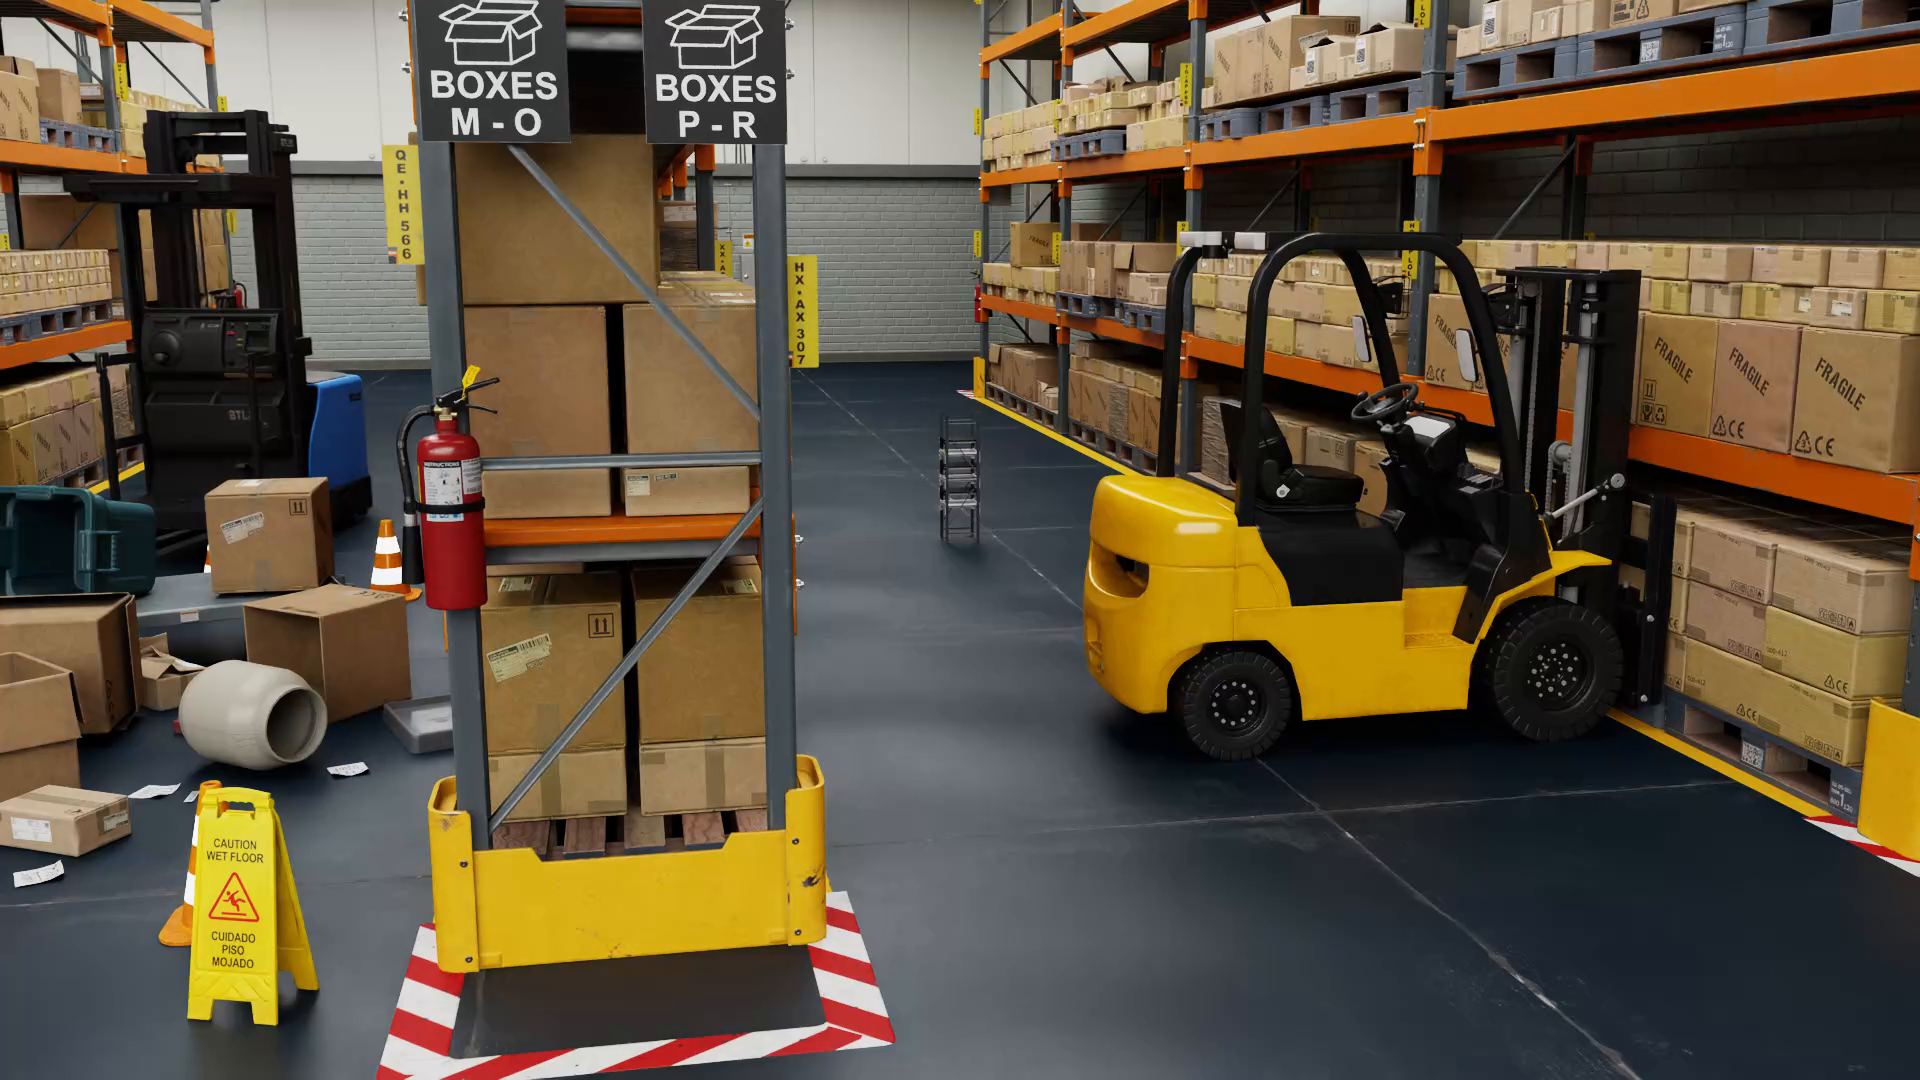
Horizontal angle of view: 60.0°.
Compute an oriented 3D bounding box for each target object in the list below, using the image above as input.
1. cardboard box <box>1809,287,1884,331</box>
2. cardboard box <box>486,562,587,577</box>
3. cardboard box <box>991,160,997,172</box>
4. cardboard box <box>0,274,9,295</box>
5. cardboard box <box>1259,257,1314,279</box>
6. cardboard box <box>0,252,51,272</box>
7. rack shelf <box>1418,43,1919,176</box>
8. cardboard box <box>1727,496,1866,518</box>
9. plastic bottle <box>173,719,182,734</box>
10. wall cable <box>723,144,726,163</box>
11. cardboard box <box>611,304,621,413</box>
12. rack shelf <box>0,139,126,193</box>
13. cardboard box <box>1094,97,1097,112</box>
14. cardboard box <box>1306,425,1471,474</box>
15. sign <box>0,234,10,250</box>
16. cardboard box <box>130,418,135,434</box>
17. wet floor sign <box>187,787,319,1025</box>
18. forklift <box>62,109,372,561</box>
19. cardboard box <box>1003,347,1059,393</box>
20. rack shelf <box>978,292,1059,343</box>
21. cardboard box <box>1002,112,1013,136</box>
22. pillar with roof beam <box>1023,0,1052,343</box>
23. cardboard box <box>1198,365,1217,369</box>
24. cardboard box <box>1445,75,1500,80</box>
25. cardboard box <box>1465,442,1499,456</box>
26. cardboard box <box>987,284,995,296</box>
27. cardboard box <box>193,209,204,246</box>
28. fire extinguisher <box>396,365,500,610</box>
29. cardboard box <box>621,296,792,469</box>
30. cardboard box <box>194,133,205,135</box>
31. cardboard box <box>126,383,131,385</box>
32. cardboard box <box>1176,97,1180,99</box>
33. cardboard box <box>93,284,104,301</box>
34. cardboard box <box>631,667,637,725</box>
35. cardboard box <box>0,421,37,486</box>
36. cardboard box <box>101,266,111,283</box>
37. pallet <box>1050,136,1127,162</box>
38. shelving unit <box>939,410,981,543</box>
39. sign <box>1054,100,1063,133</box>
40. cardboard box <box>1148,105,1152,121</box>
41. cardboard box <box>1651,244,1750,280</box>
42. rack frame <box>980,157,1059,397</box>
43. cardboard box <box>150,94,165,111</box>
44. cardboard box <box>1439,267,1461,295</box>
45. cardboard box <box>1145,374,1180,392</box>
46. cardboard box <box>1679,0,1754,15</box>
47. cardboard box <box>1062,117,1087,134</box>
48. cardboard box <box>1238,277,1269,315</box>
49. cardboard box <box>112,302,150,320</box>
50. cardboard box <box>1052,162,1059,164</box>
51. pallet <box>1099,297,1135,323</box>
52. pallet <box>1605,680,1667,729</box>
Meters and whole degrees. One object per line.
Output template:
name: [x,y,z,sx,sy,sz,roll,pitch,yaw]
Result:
cardboard box: [3.448,-0.872,6.254,0.380,0.149,0.250,-2,11,-10]
cardboard box: [-1.548,0.031,6.001,0.380,0.149,0.250,-2,11,-9]
cardboard box: [0.591,-4.623,20.612,0.380,0.149,0.250,-2,11,-10]
cardboard box: [-7.397,-1.916,12.495,0.380,0.149,0.250,-2,11,-13]
cardboard box: [2.348,-1.935,11.837,0.380,0.149,0.250,-2,11,-10]
cardboard box: [-7.592,-2.247,13.435,0.380,0.149,0.250,-2,11,-12]
rack shelf: [3.481,-1.892,7.517,1.077,0.370,4.000,-2,11,-11]
cardboard box: [3.774,-0.031,7.392,0.500,0.250,0.500,-2,11,-11]
plastic bottle: [-3.365,0.791,7.379,0.133,0.061,0.283,0,11,-1]
wall cable: [-4.755,-7.166,25.277,2.355,3.000,0.029,-2,11,-11]
cardboard box: [-1.641,-0.786,6.743,0.500,0.500,0.500,-2,11,-10]
rack shelf: [-7.779,-2.980,13.231,1.077,0.370,4.000,-2,11,-11]
cardboard box: [1.476,-4.102,15.687,0.380,0.149,0.250,-2,11,-10]
cardboard box: [2.836,-0.417,11.090,0.875,0.625,0.625,-2,11,-12]
sign: [-8.699,-2.631,15.179,0.100,0.325,0.005,-2,11,-11]
cardboard box: [-7.924,-1.111,16.011,0.380,0.149,0.250,-3,11,-13]
wet floor sign: [-2.011,1.006,4.684,0.267,0.644,0.232,2,11,9]
forklift: [-5.080,-1.366,11.036,1.130,2.935,3.031,1,11,3]
cardboard box: [0.912,-2.044,19.977,0.700,0.500,0.500,-2,11,-9]
rack shelf: [1.147,-2.620,19.361,1.077,0.370,4.000,-2,11,-11]
cardboard box: [0.789,-4.855,19.429,0.500,0.250,0.500,-2,11,-12]
pillar with roof beam: [-3.105,-6.658,22.608,9.100,9.000,0.400,-2,11,-11]
cardboard box: [2.203,-1.563,15.712,0.380,0.149,0.250,-3,11,-13]
cardboard box: [3.119,-2.907,10.208,0.380,0.149,0.250,-2,11,-11]
cardboard box: [2.878,-0.385,9.256,0.500,0.250,0.500,-2,11,-12]
cardboard box: [0.552,-3.146,20.875,0.380,0.149,0.250,-2,11,-11]
cardboard box: [-8.405,-3.384,17.714,0.500,0.500,0.500,-2,11,-8]
fire extinguisher: [-1.428,-0.148,4.660,0.296,0.674,0.183,-2,11,-11]
cardboard box: [-0.819,-0.516,5.324,0.500,0.500,0.500,-2,11,-12]
cardboard box: [-8.507,-4.437,18.025,0.500,0.250,0.500,-2,11,-13]
cardboard box: [-8.028,-1.448,16.191,0.380,0.149,0.250,-2,11,-8]
cardboard box: [2.009,-3.719,13.729,0.380,0.149,0.250,-3,11,-13]
cardboard box: [-7.846,-2.196,14.761,0.380,0.149,0.250,-2,11,-11]
cardboard box: [-1.095,0.569,6.916,0.500,0.250,0.500,-1,11,-7]
cardboard box: [-7.278,-0.610,12.442,0.500,0.500,0.500,-3,11,-13]
cardboard box: [-7.897,-2.390,14.982,0.380,0.149,0.250,-2,11,-9]
pallet: [1.594,-3.865,16.462,1.213,0.211,1.003,-2,11,-11]
shelving unit: [-0.002,-0.444,11.620,0.258,0.900,0.210,-2,11,-11]
sign: [1.005,-4.313,16.927,0.100,0.325,0.005,-2,11,-11]
cardboard box: [1.860,-3.713,14.497,0.380,0.149,0.250,-2,11,-11]
cardboard box: [3.247,-1.208,7.221,0.380,0.149,0.250,-2,11,-10]
rack frame: [0.758,-3.340,21.221,1.000,3.000,0.127,-2,11,-11]
cardboard box: [-8.196,-4.373,16.623,0.380,0.149,0.250,-2,11,-8]
cardboard box: [2.896,-1.439,9.230,0.380,0.149,0.250,-2,11,-12]
cardboard box: [1.871,-1.400,14.856,0.380,0.149,0.250,-2,11,-9]
cardboard box: [3.443,-2.447,6.851,0.700,0.500,0.500,-2,11,-11]
cardboard box: [1.220,-4.094,16.441,0.380,0.149,0.250,-2,11,-10]
cardboard box: [2.341,-1.766,12.015,0.500,0.250,0.500,-2,11,-12]
cardboard box: [-7.903,-2.167,15.730,0.380,0.149,0.250,-2,11,-9]
cardboard box: [1.176,-4.011,17.400,0.380,0.149,0.250,-2,11,-11]
pallet: [1.931,-2.135,15.403,1.003,0.211,1.213,-2,11,-11]
pallet: [3.446,0.602,7.966,1.003,0.211,1.213,-2,11,-11]
